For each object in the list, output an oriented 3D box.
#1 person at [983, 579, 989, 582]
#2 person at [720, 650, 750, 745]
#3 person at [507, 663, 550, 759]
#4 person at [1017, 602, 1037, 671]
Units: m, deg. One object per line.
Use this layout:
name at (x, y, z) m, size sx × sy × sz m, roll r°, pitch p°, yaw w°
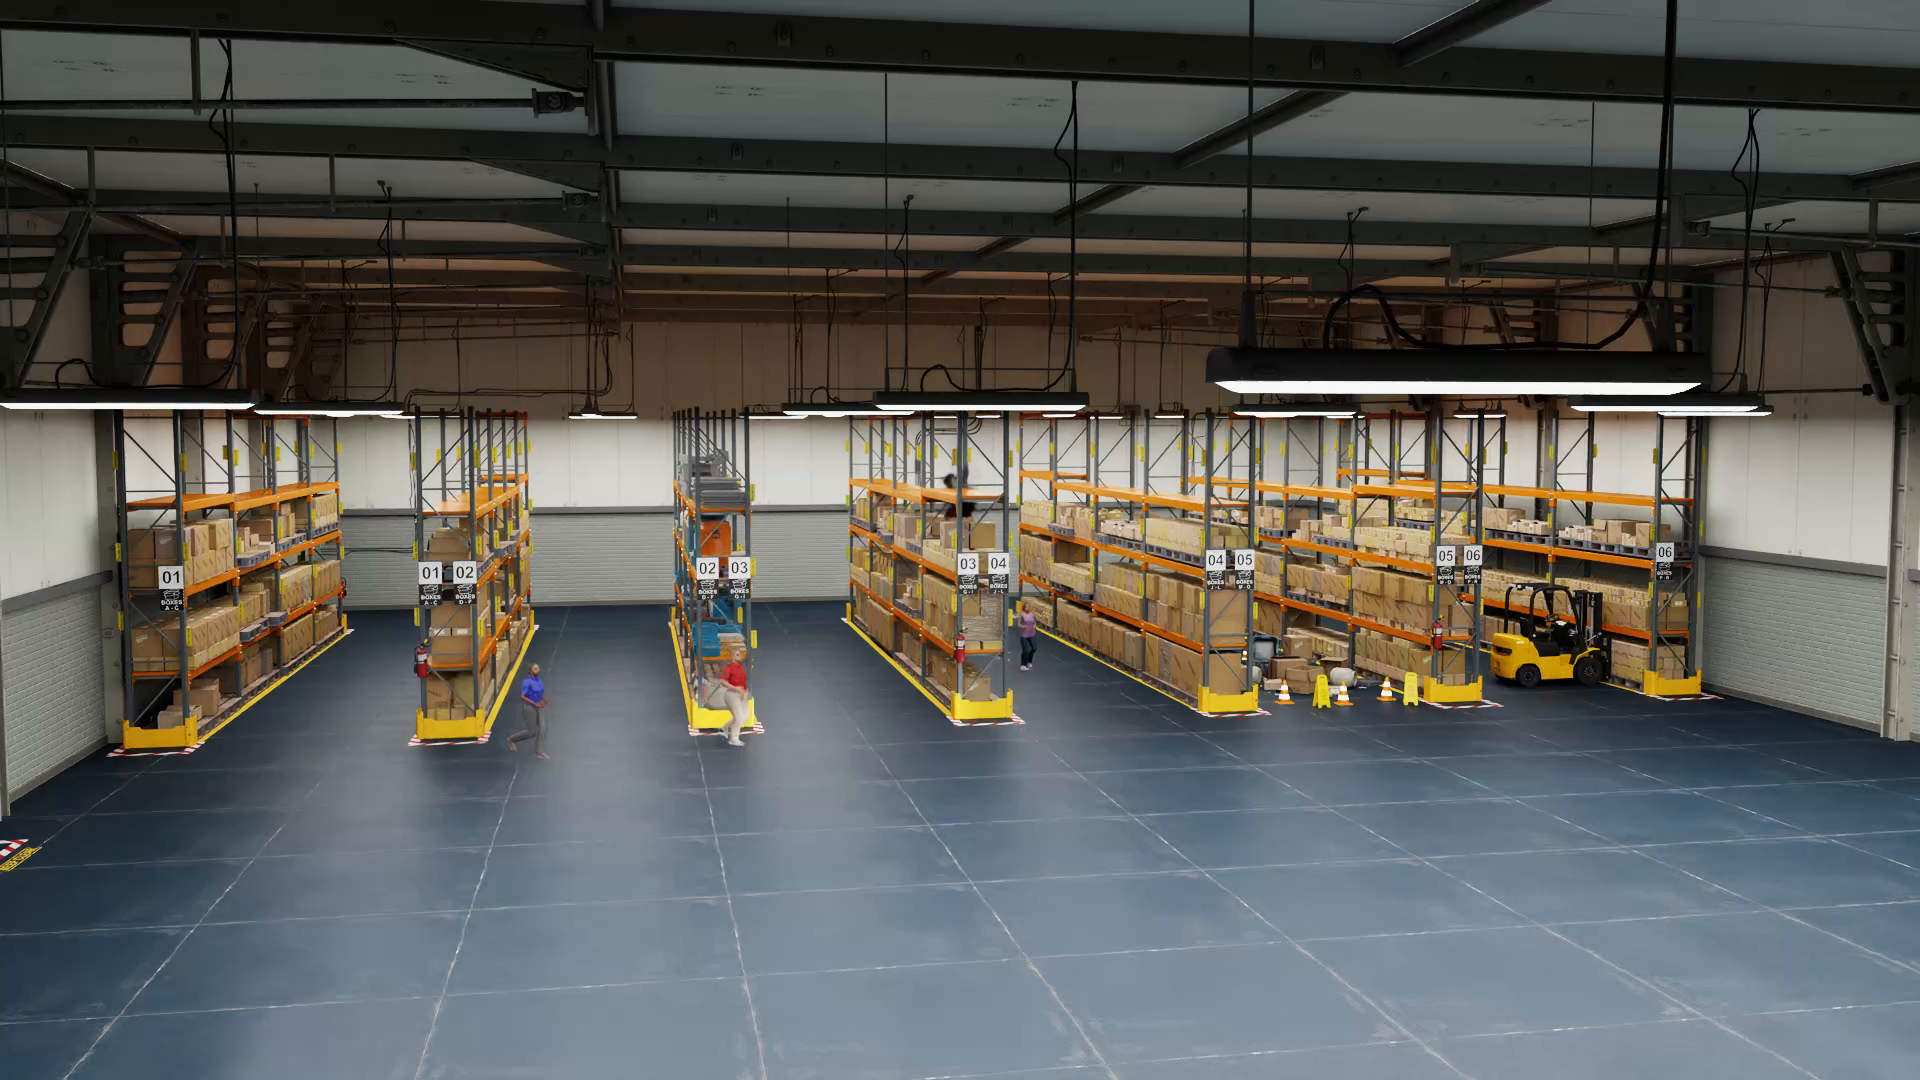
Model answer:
person at (0.813, 1.560, 46.561) m, size 0.711 × 1.733 × 0.562 m, roll -1°, pitch 4°, yaw -9°
person at (-4.001, 2.802, 29.590) m, size 0.624 × 1.708 × 0.701 m, roll 2°, pitch 4°, yaw 22°
person at (-7.317, 2.914, 28.358) m, size 0.756 × 1.637 × 0.585 m, roll 2°, pitch 4°, yaw 21°
person at (1.559, 2.221, 38.079) m, size 0.516 × 1.588 × 0.608 m, roll -2°, pitch 4°, yaw -21°
